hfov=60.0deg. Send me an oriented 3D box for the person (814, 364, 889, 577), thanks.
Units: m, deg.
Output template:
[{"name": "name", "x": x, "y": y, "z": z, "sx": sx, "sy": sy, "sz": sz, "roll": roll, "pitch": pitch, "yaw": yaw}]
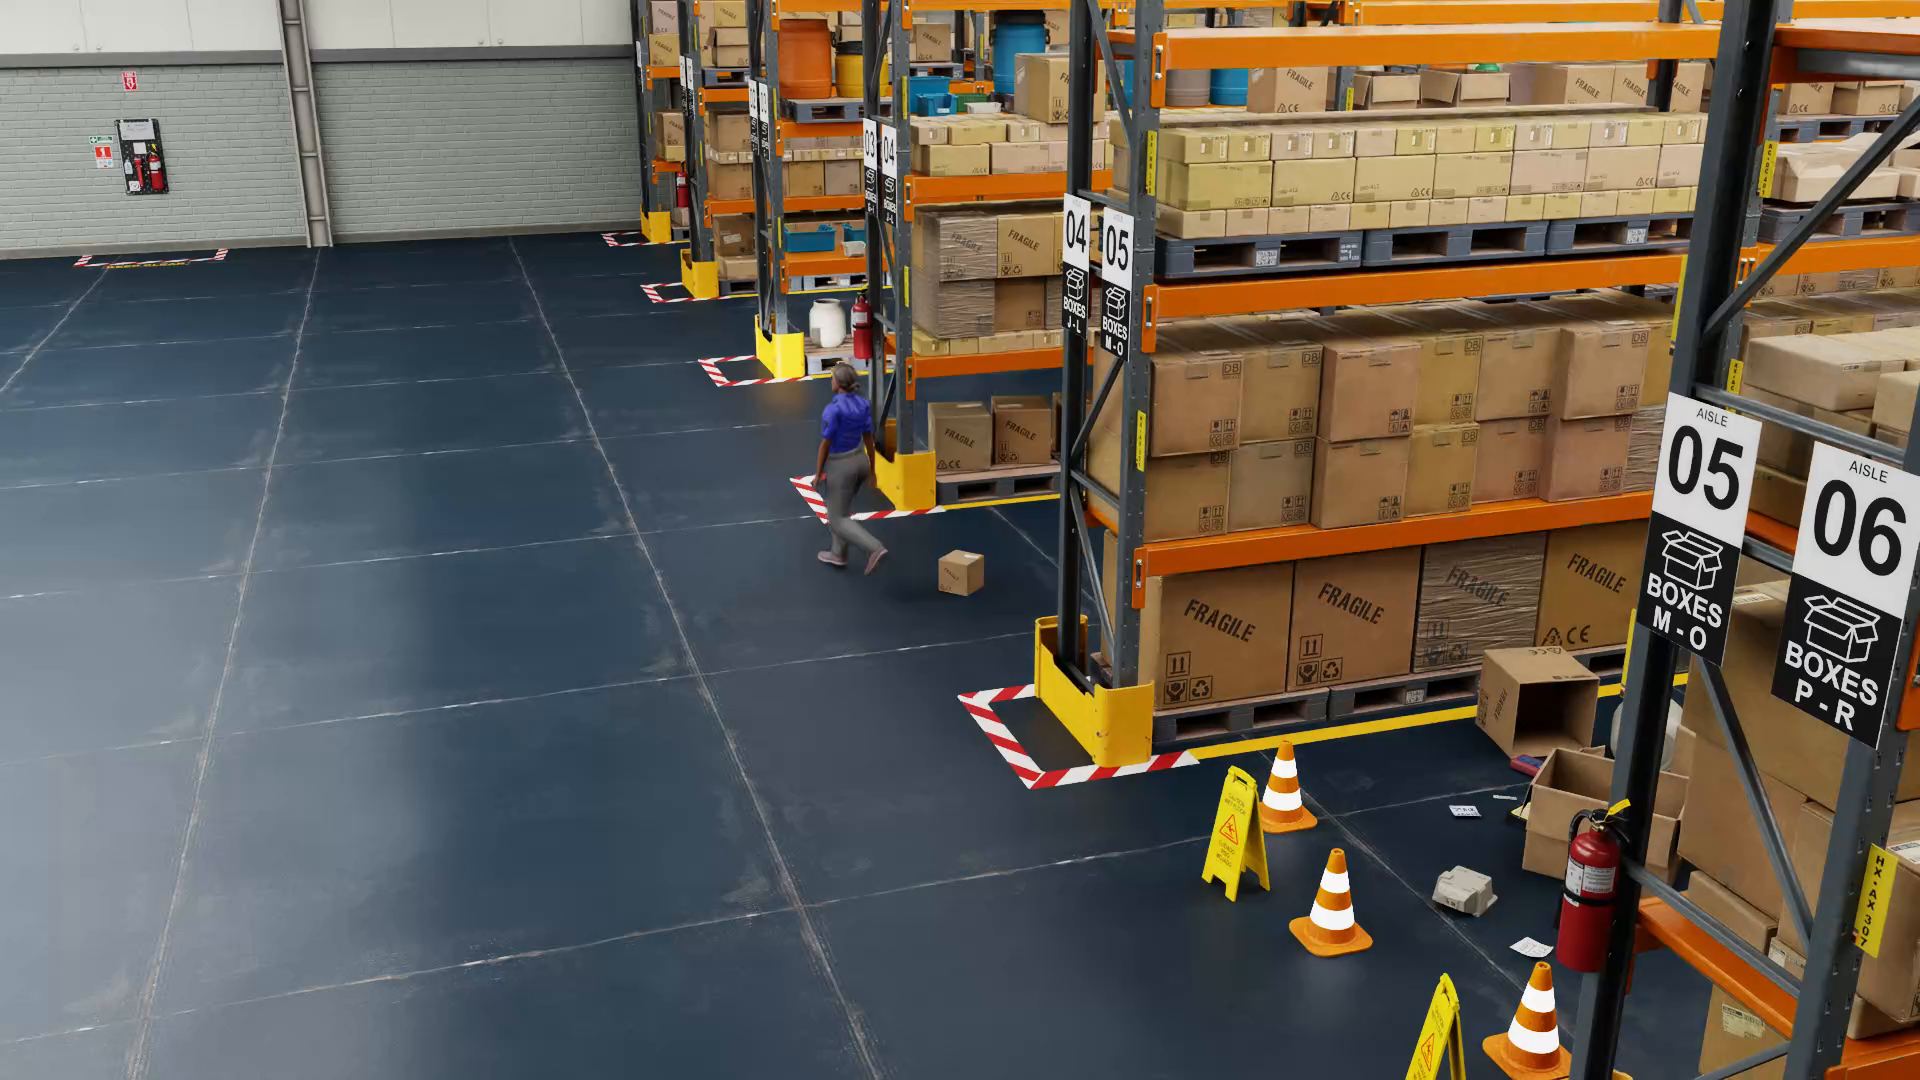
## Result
[{"name": "person", "x": -0.821, "y": -0.512, "z": 12.528, "sx": 0.846, "sy": 1.604, "sz": 0.459, "roll": 15, "pitch": 24, "yaw": 37}]
